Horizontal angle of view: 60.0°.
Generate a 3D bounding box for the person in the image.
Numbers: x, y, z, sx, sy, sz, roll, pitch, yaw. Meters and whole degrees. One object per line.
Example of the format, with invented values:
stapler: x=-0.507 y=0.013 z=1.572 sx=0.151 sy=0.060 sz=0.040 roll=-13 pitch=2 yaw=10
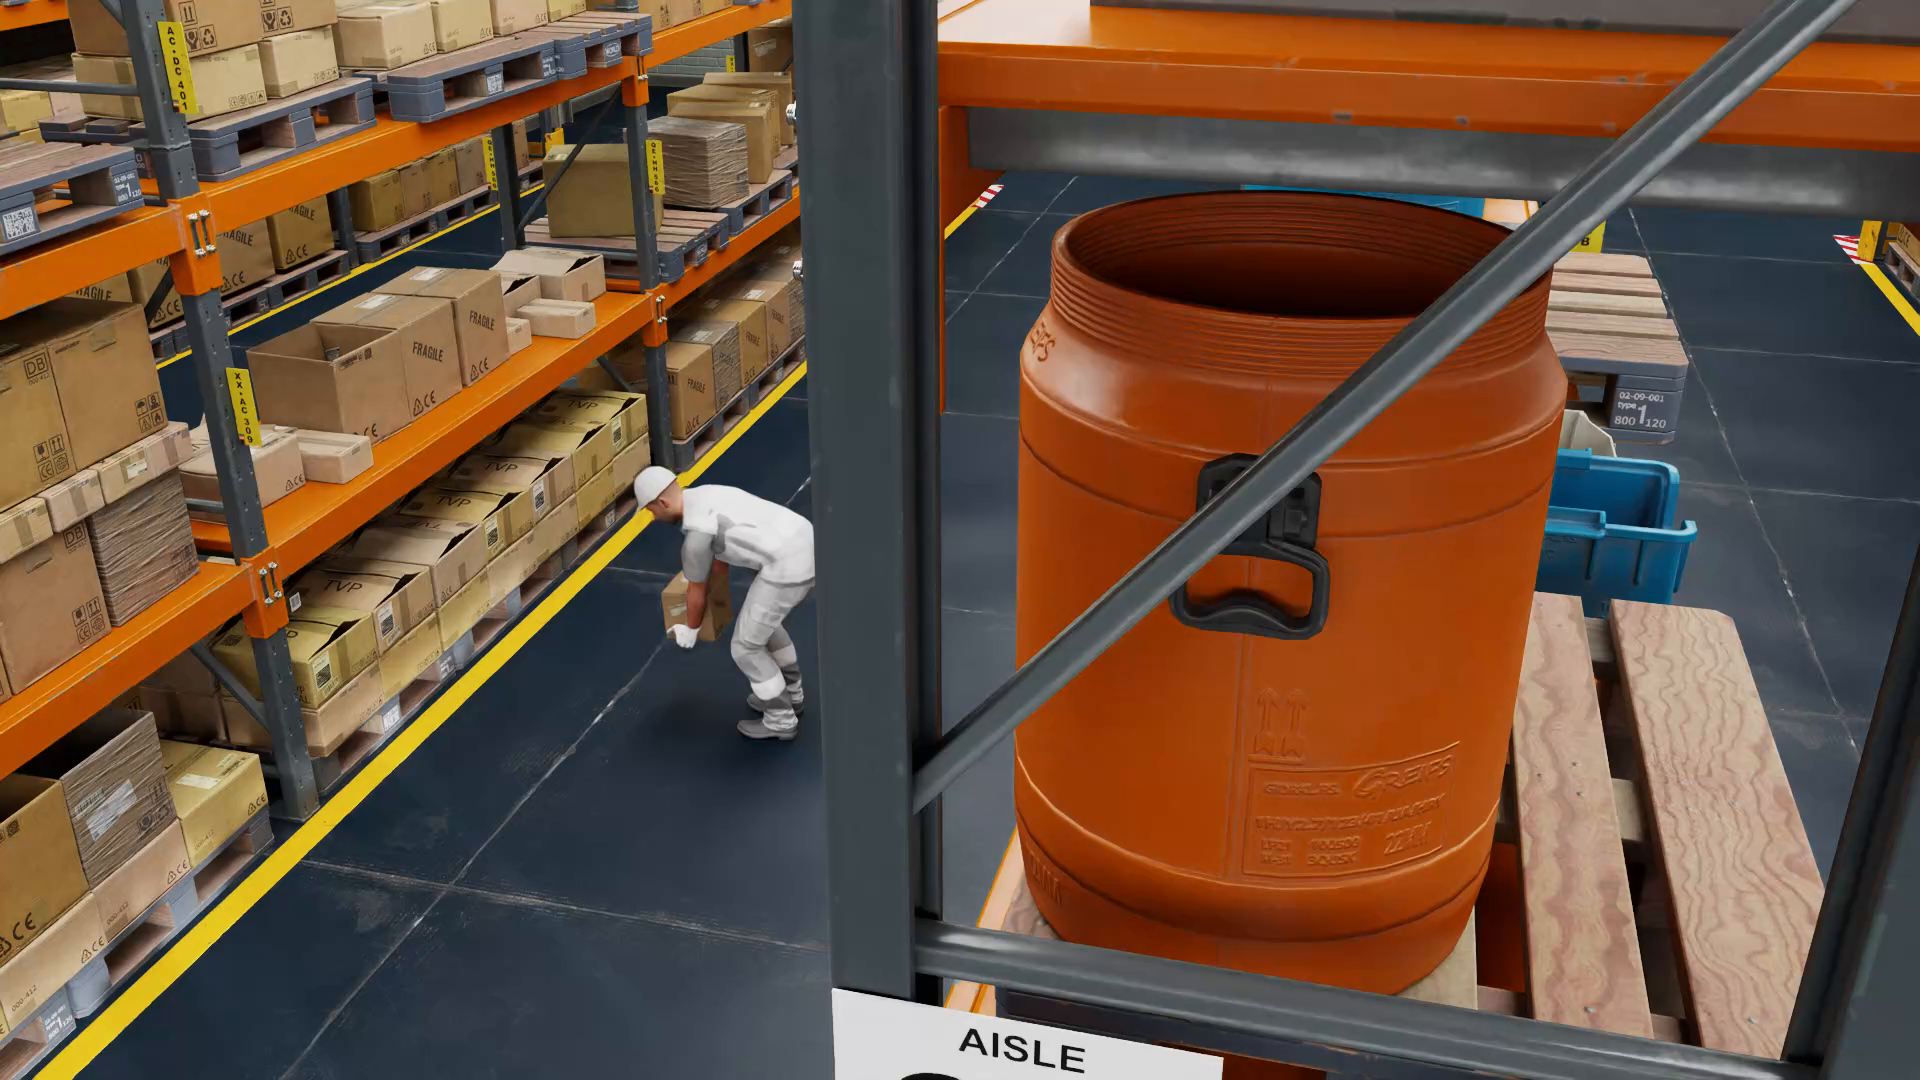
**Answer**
person: x=-1.093 y=0.286 z=8.018 sx=0.910 sy=1.319 sz=0.495 roll=5 pitch=26 yaw=11
